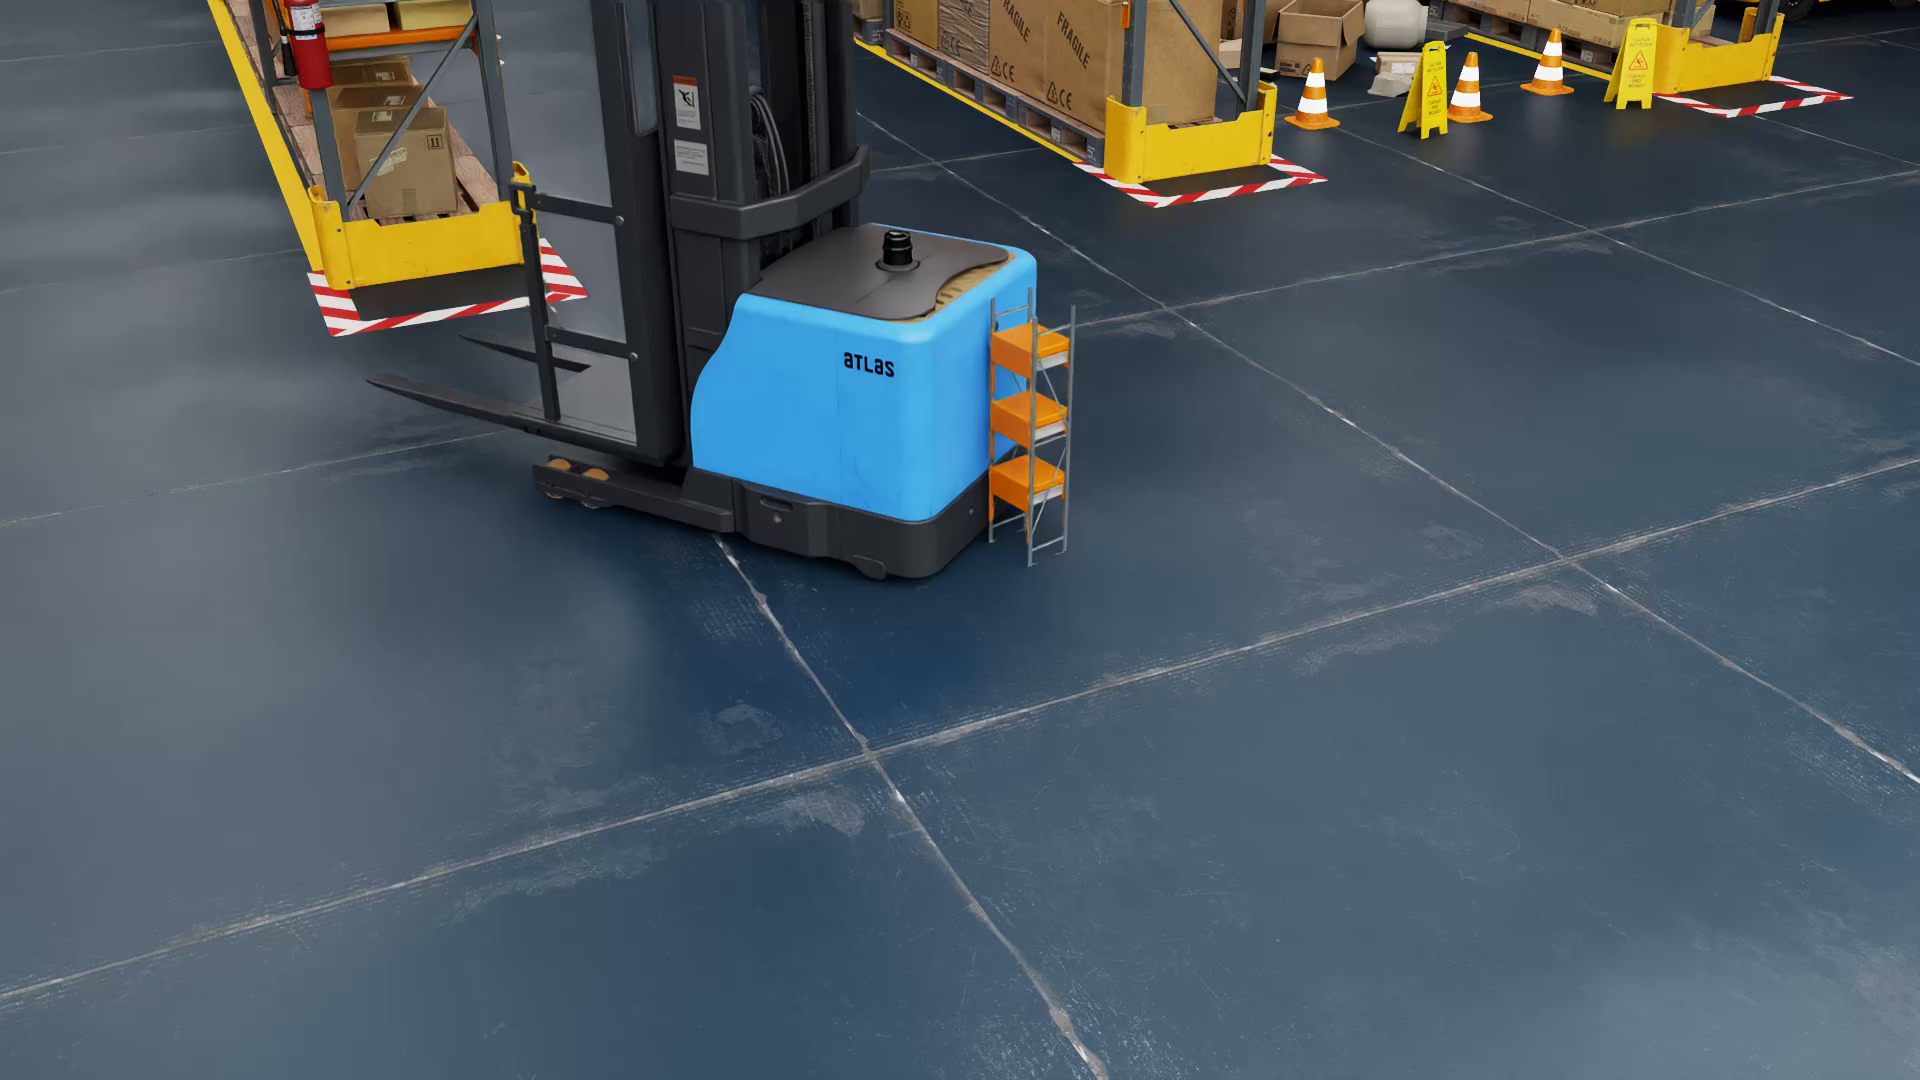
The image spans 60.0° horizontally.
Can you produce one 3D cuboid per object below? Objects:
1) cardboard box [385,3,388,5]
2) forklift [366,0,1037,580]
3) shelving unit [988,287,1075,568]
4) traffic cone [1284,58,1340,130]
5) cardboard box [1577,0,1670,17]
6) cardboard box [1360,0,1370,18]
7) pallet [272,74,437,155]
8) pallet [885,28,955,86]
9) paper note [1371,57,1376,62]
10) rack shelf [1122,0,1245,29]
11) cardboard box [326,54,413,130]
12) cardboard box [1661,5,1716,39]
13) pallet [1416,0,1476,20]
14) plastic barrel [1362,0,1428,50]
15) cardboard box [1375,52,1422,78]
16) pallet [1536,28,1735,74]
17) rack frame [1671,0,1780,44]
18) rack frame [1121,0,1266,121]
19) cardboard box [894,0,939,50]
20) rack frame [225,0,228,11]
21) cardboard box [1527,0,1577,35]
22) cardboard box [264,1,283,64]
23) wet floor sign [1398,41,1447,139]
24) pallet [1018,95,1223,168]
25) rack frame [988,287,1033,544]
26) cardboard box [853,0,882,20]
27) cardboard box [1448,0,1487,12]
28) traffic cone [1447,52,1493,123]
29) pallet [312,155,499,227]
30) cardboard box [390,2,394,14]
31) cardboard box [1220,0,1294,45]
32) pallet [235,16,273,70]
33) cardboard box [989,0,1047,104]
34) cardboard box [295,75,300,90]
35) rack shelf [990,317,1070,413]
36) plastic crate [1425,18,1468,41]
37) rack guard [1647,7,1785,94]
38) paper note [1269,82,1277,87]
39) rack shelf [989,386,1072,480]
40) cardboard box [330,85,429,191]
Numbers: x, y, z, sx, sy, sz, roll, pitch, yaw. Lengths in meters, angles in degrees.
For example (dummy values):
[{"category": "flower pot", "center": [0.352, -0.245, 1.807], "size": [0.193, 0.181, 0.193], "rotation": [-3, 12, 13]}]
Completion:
[{"category": "cardboard box", "center": [-3.208, -3.248, 9.732], "size": [0.380, 0.149, 0.250], "rotation": [-13, 32, -22]}, {"category": "forklift", "center": [-1.227, -1.622, 6.646], "size": [3.031, 2.935, 1.130], "rotation": [14, 32, 24]}, {"category": "shelving unit", "center": [0.271, -0.427, 6.439], "size": [0.215, 1.050, 0.252], "rotation": [-21, 36, -33]}, {"category": "traffic cone", "center": [2.587, -3.270, 12.109], "size": [0.336, 0.463, 0.334], "rotation": [-13, 32, -22]}, {"category": "cardboard box", "center": [5.380, -4.538, 13.392], "size": [0.500, 0.500, 0.500], "rotation": [-13, 32, -22]}, {"category": "cardboard box", "center": [3.473, -4.847, 14.880], "size": [0.500, 0.500, 0.500], "rotation": [7, 30, 13]}, {"category": "pallet", "center": [-4.388, -3.109, 12.078], "size": [1.003, 0.211, 1.213], "rotation": [-13, 32, -22]}, {"category": "pallet", "center": [0.071, -4.043, 13.743], "size": [1.003, 0.211, 1.213], "rotation": [-13, 32, -22]}, {"category": "paper note", "center": [3.527, -4.034, 13.925], "size": [0.148, 0.019, 0.142], "rotation": [-3, 29, -5]}, {"category": "rack shelf", "center": [0.673, -4.414, 12.290], "size": [1.077, 0.370, 4.000], "rotation": [-13, 32, -22]}, {"category": "cardboard box", "center": [-3.982, -3.013, 11.183], "size": [0.500, 0.500, 0.500], "rotation": [-16, 33, -26]}, {"category": "cardboard box", "center": [5.863, -4.326, 13.781], "size": [0.500, 0.250, 0.500], "rotation": [-13, 32, -22]}, {"category": "pallet", "center": [4.562, -5.190, 15.789], "size": [1.003, 0.211, 1.213], "rotation": [-13, 32, -22]}, {"category": "plastic barrel", "center": [3.705, -4.399, 14.162], "size": [0.512, 0.421, 0.421], "rotation": [7, 30, 13]}, {"category": "cardboard box", "center": [3.573, -3.839, 13.445], "size": [0.380, 0.149, 0.250], "rotation": [2, 29, 4]}, {"category": "pallet", "center": [5.610, -4.112, 13.867], "size": [1.003, 0.211, 1.213], "rotation": [-13, 32, -22]}, {"category": "rack frame", "center": [5.959, -4.928, 12.472], "size": [1.000, 3.000, 0.127], "rotation": [-13, 32, -22]}, {"category": "rack frame", "center": [1.532, -3.844, 10.539], "size": [1.000, 3.000, 0.127], "rotation": [-13, 32, -22]}, {"category": "cardboard box", "center": [0.022, -4.575, 13.585], "size": [0.875, 0.875, 0.875], "rotation": [-13, 32, -21]}, {"category": "rack frame", "center": [-6.425, -6.381, 15.063], "size": [1.000, 3.000, 0.127], "rotation": [-13, 32, -22]}, {"category": "cardboard box", "center": [5.154, -4.443, 13.989], "size": [0.500, 0.250, 0.500], "rotation": [-13, 32, -22]}, {"category": "cardboard box", "center": [-4.952, -3.992, 12.908], "size": [0.700, 0.500, 0.500], "rotation": [-16, 33, -26]}, {"category": "wet floor sign", "center": [3.333, -3.220, 11.833], "size": [0.267, 0.644, 0.232], "rotation": [-19, 35, -30]}, {"category": "pallet", "center": [1.118, -2.965, 11.821], "size": [1.003, 0.211, 1.213], "rotation": [-13, 32, -22]}, {"category": "rack frame", "center": [0.195, -0.474, 6.522], "size": [0.200, 1.050, 0.008], "rotation": [-21, 36, -33]}, {"category": "cardboard box", "center": [-0.533, -5.068, 14.592], "size": [1.050, 0.750, 0.750], "rotation": [-13, 32, -22]}, {"category": "cardboard box", "center": [4.721, -4.894, 14.793], "size": [0.500, 0.250, 0.500], "rotation": [-14, 32, -23]}, {"category": "traffic cone", "center": [3.753, -3.357, 12.264], "size": [0.336, 0.463, 0.334], "rotation": [-13, 32, -22]}, {"category": "pallet", "center": [-3.340, -2.031, 10.156], "size": [1.003, 0.211, 1.213], "rotation": [-13, 32, -22]}, {"category": "cardboard box", "center": [-2.988, -3.028, 9.340], "size": [0.380, 0.149, 0.250], "rotation": [-13, 32, -22]}, {"category": "cardboard box", "center": [2.510, -4.554, 14.218], "size": [0.797, 0.637, 0.503], "rotation": [-13, 32, -22]}, {"category": "pallet", "center": [-5.571, -4.281, 14.169], "size": [1.003, 0.211, 1.213], "rotation": [-13, 32, -22]}, {"category": "cardboard box", "center": [0.802, -3.775, 12.157], "size": [0.875, 0.875, 0.875], "rotation": [-14, 32, -23]}, {"category": "cardboard box", "center": [-4.573, -3.522, 12.091], "size": [0.500, 0.500, 0.500], "rotation": [-14, 32, -23]}, {"category": "rack shelf", "center": [0.271, -0.666, 6.305], "size": [0.215, 0.259, 0.240], "rotation": [-21, 36, -33]}, {"category": "plastic crate", "center": [4.176, -4.556, 14.793], "size": [0.583, 0.080, 0.402], "rotation": [26, 38, 38]}, {"category": "rack guard", "center": [5.927, -3.871, 13.143], "size": [1.175, 0.500, 0.348], "rotation": [-13, 32, -22]}, {"category": "paper note", "center": [2.410, -3.579, 13.103], "size": [0.144, 0.017, 0.142], "rotation": [-3, 29, -5]}, {"category": "rack shelf", "center": [0.271, -0.418, 6.444], "size": [0.215, 0.259, 0.240], "rotation": [-21, 36, -33]}, {"category": "cardboard box", "center": [-3.532, -2.476, 10.226], "size": [0.500, 0.500, 0.500], "rotation": [-5, 30, -9]}]
